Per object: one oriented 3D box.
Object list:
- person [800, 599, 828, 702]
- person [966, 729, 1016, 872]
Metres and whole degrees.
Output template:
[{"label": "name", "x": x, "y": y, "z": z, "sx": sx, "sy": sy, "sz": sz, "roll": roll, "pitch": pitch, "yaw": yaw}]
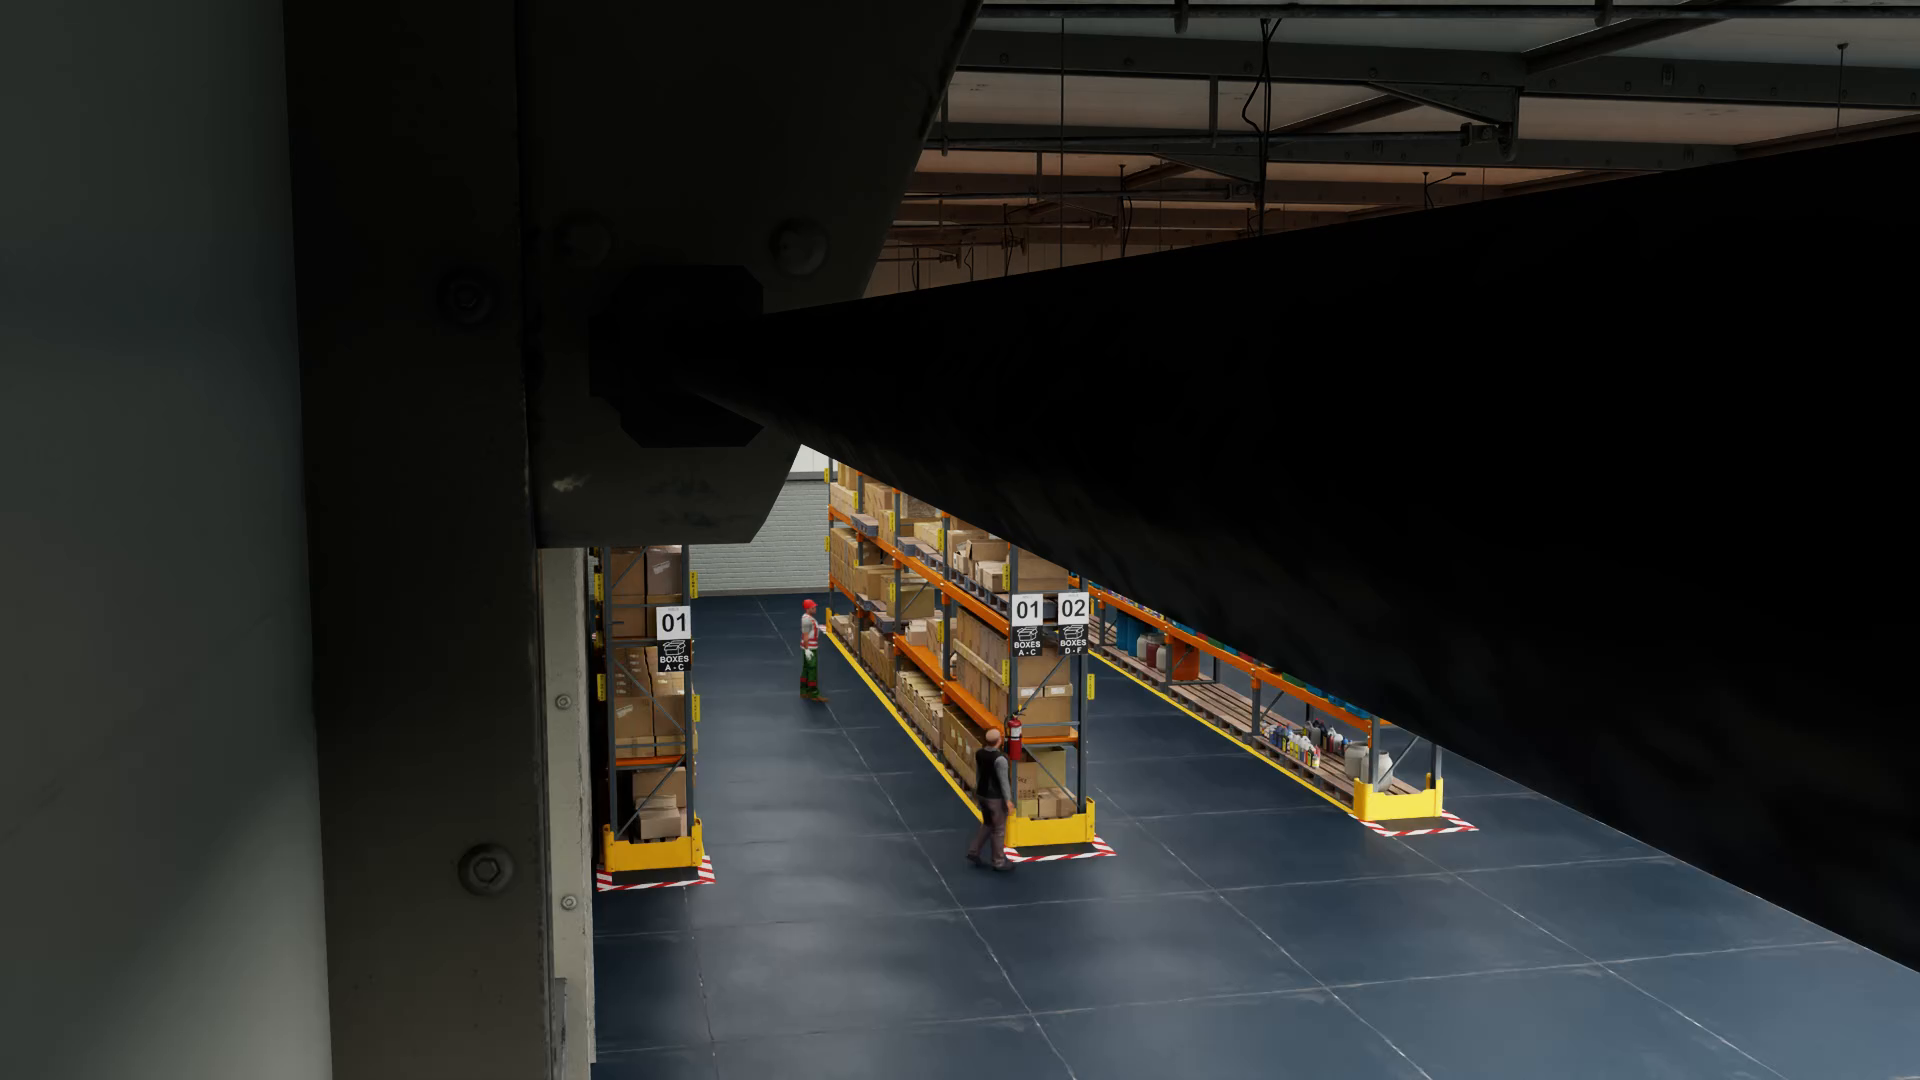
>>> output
[{"label": "person", "x": -2.590, "y": 1.944, "z": 29.494, "sx": 0.507, "sy": 1.809, "sz": 0.571, "roll": 0, "pitch": 7, "yaw": -1}, {"label": "person", "x": 0.397, "y": 3.119, "z": 20.005, "sx": 0.491, "sy": 1.736, "sz": 0.595, "roll": -4, "pitch": 8, "yaw": -31}]
